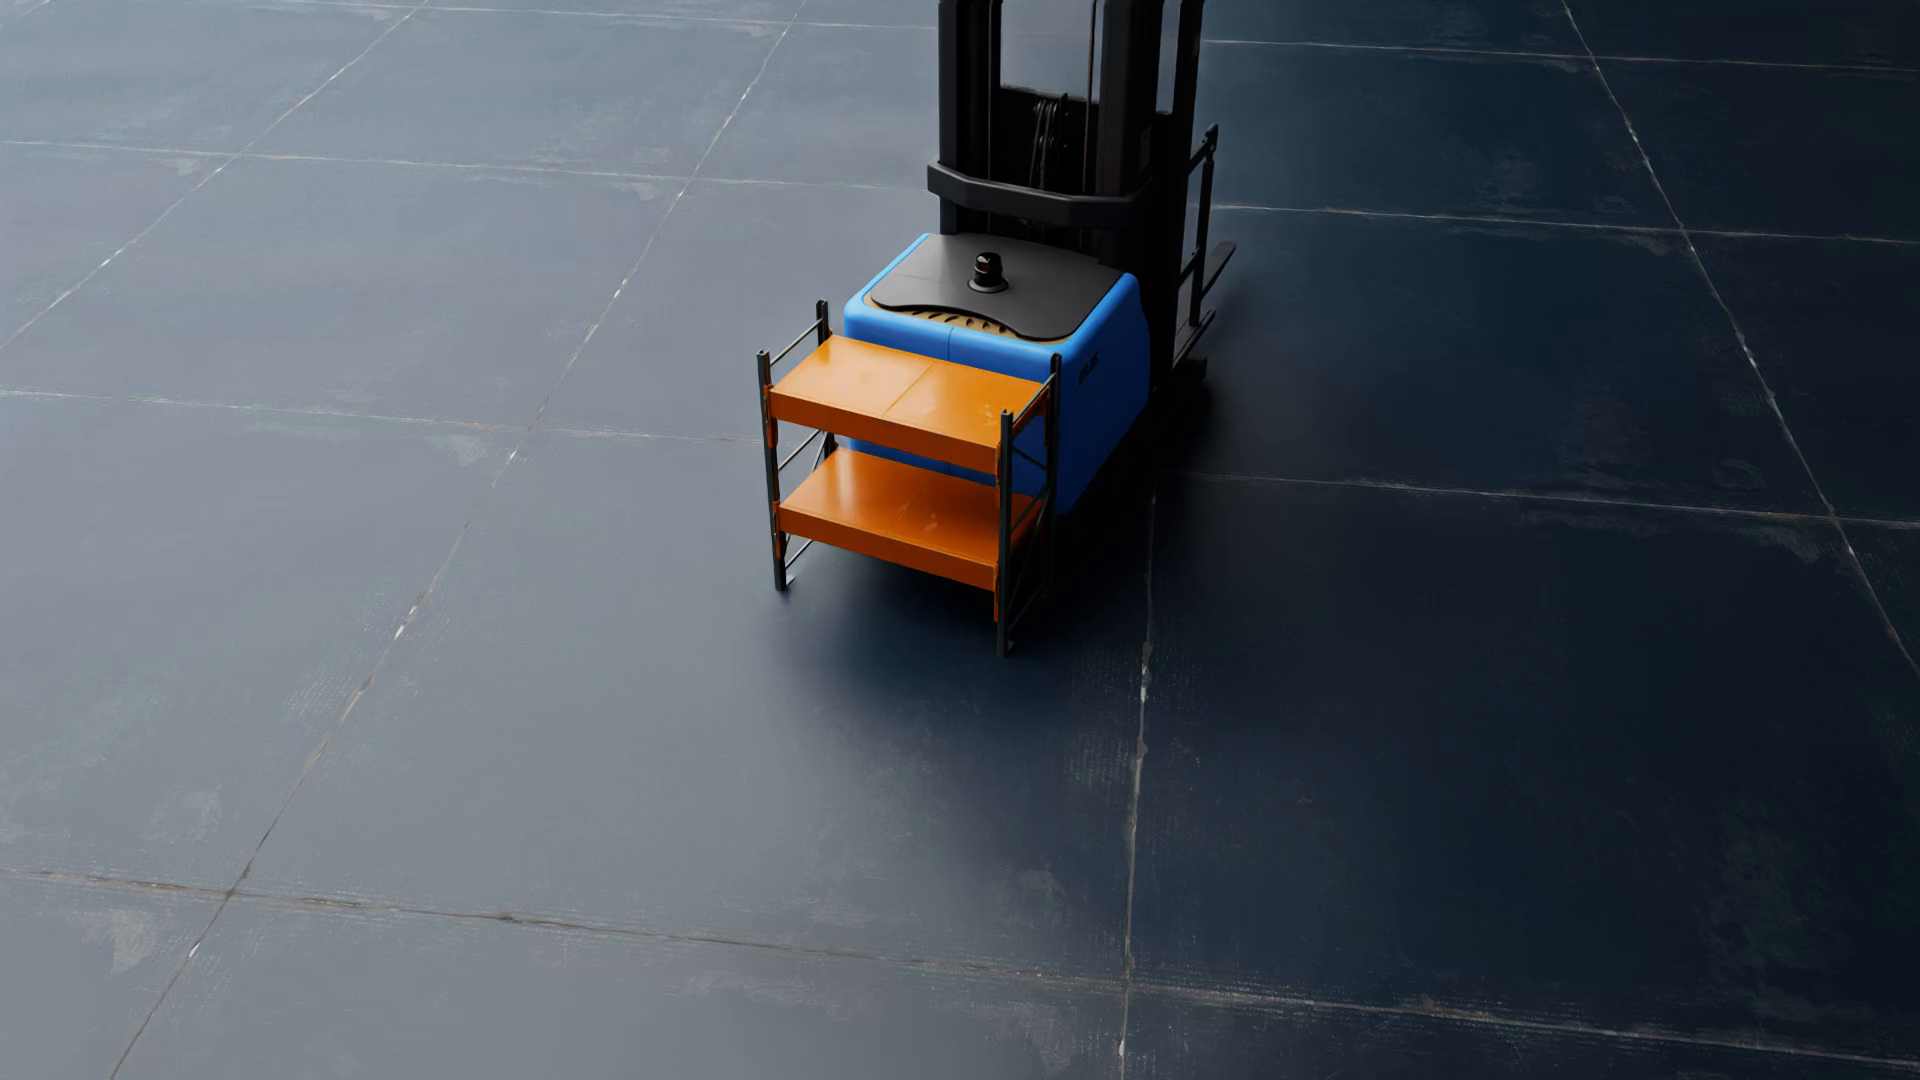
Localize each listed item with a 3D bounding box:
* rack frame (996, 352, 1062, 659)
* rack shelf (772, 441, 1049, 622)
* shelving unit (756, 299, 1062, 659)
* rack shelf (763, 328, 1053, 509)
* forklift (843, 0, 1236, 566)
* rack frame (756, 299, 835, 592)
[{"bbox_3d":[0.267,-0.122,6.452,0.032,1.125,0.500,15,38,20],"label":"rack frame"},{"bbox_3d":[-0.192,-0.050,6.772,1.000,0.278,0.538,15,38,20],"label":"rack shelf"},{"bbox_3d":[-0.192,-0.249,6.630,1.048,1.125,0.538,15,38,20],"label":"shelving unit"},{"bbox_3d":[-0.192,-0.487,6.460,1.000,0.278,0.538,15,38,20],"label":"rack shelf"},{"bbox_3d":[0.581,-1.931,7.433,1.130,2.935,3.031,15,38,20],"label":"forklift"},{"bbox_3d":[-0.651,-0.376,6.808,0.032,1.125,0.500,15,38,20],"label":"rack frame"}]
